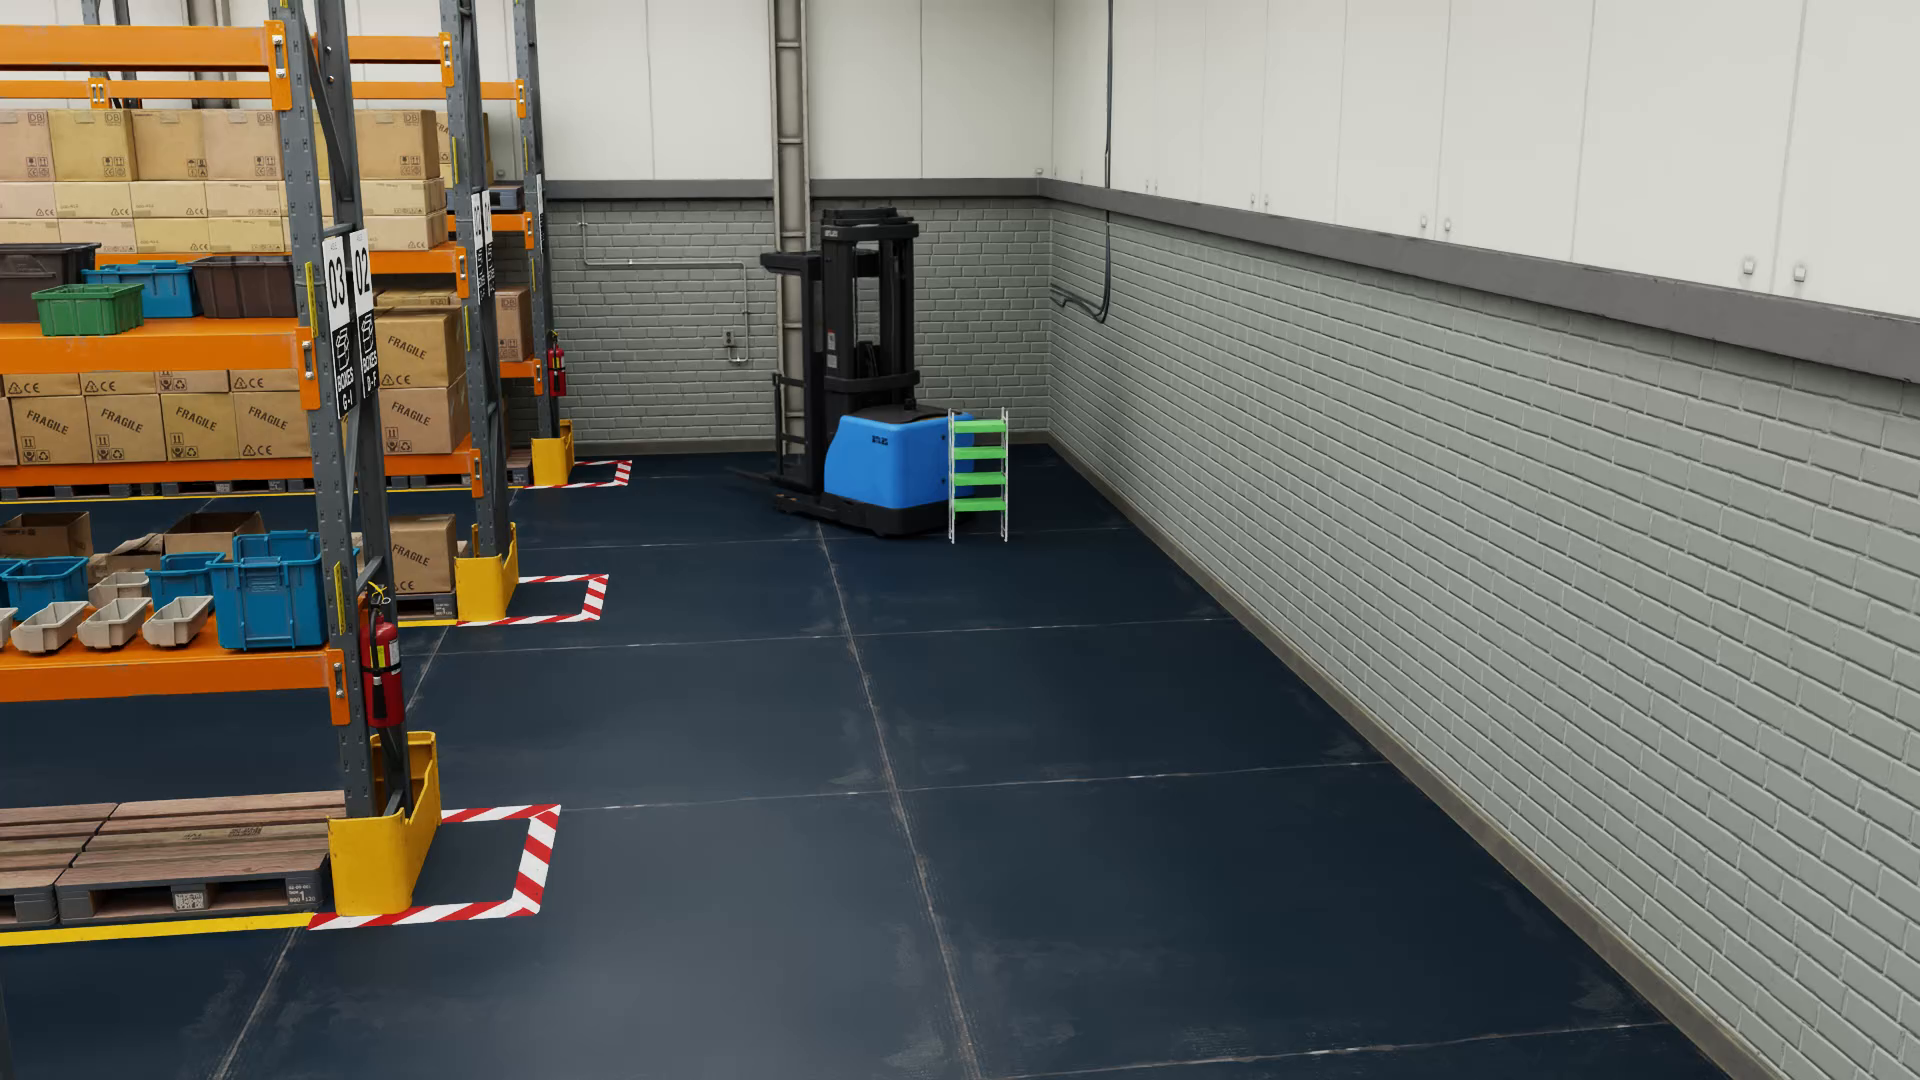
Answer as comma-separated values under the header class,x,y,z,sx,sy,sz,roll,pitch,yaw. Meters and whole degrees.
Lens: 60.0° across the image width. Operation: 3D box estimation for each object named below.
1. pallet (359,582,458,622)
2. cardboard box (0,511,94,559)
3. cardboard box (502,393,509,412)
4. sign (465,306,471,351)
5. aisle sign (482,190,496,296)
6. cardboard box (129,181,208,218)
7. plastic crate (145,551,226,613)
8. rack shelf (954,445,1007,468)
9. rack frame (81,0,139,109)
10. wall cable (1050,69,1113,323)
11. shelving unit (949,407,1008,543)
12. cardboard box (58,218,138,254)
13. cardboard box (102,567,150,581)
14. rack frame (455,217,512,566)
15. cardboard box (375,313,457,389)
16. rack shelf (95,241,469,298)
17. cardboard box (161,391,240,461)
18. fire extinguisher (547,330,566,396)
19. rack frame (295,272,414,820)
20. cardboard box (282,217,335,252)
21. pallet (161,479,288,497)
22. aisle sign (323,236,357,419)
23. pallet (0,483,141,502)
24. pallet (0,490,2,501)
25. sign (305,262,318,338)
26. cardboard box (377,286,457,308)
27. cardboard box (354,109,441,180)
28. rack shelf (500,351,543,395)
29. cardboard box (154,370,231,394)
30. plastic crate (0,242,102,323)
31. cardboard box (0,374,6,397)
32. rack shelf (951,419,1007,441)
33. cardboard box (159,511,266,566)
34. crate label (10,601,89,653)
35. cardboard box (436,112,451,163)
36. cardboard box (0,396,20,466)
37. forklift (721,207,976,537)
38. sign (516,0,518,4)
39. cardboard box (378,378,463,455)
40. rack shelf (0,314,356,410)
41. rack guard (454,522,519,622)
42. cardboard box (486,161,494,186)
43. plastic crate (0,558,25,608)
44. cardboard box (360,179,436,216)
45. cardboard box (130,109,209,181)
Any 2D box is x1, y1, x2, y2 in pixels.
class,x,y,z,sx,sy,sz,roll,pitch,yaw
pallet,-4.545,0.410,13.153,1.213,0.211,1.003,-2,14,-8
cardboard box,-7.116,0.081,12.968,0.500,0.500,0.500,-2,14,-8
cardboard box,-5.007,-1.475,17.878,0.250,0.149,0.380,-2,14,-8
sign,-3.619,-1.555,12.226,0.005,0.325,0.100,-2,14,-8
aisle sign,-3.658,-2.308,12.916,0.004,0.787,0.394,-2,14,-8
cardboard box,-5.635,-2.464,11.995,0.500,0.250,0.500,-2,14,-8
plastic crate,-3.892,0.223,8.387,0.300,0.233,0.416,-2,14,-8
rack shelf,0.164,-0.759,15.057,0.480,0.148,0.258,-2,14,-8
rack frame,-8.379,-4.931,16.384,0.127,3.000,1.000,-2,14,-8
wall cable,1.223,-3.689,17.814,0.112,2.526,3.097,-2,14,-8
shelving unit,0.164,-0.588,15.100,0.503,1.200,0.258,-2,14,-8
cardboard box,-6.130,-2.205,11.988,0.500,0.250,0.500,-2,14,-8
cardboard box,-6.336,0.335,12.642,0.250,0.166,0.380,-2,14,-8
rack frame,-3.682,-0.974,12.941,0.127,3.000,1.000,-2,14,-8
cardboard box,-4.081,-1.426,12.479,0.500,0.500,0.500,-2,14,-9
rack shelf,-5.660,-2.008,12.374,4.000,0.370,1.077,-2,14,-8
cardboard box,-5.589,-0.887,12.385,0.500,0.500,0.500,-2,14,-9
fire extinguisher,-4.206,-1.842,17.325,0.183,0.674,0.296,-2,14,-8
rack frame,-2.948,0.217,8.189,0.127,3.000,1.000,-2,14,-8
cardboard box,-4.647,-2.259,12.205,0.500,0.250,0.500,-2,14,-8
pallet,-7.615,-0.677,17.487,1.213,0.211,1.003,-2,14,-8
aisle sign,-2.833,-0.976,7.602,0.004,0.787,0.394,-2,14,-8
pallet,-9.131,-0.622,17.269,1.213,0.211,1.003,-2,14,-8
pallet,-10.340,-0.577,17.089,1.213,0.211,1.003,-2,14,-8
sign,-2.850,-1.055,7.312,0.005,0.325,0.100,-2,14,-8
cardboard box,-5.644,-2.261,17.456,0.700,0.700,0.980,-2,14,-9
cardboard box,-4.187,-2.940,12.352,0.500,0.500,0.700,-2,14,-8
rack shelf,-6.401,-1.744,17.490,4.000,0.370,1.077,-2,14,-8
cardboard box,-5.600,-1.369,12.251,0.500,0.500,0.500,-2,14,-7
plastic crate,-4.499,-1.218,7.875,0.767,0.338,0.504,-2,14,-8
cardboard box,-7.129,-1.312,12.027,0.500,0.500,0.500,-2,14,-7
rack shelf,0.164,-0.992,14.999,0.480,0.148,0.258,-2,14,-8
cardboard box,-5.780,0.099,12.889,0.637,0.503,0.797,-2,14,-8
crate label,-4.288,0.412,7.831,0.243,0.136,0.396,-2,14,-8
cardboard box,-5.107,-4.072,16.823,0.500,0.500,0.500,-2,14,-8
cardboard box,-7.093,-0.831,12.163,0.500,0.500,0.500,-2,14,-7
forklift,-1.218,-1.743,16.145,1.130,2.935,3.031,-13,19,-41
sign,-4.357,-5.436,16.316,0.005,0.325,0.100,-2,14,-8
cardboard box,-4.084,-0.941,12.603,0.500,0.500,0.500,-2,14,-7
rack shelf,-4.925,-0.816,7.623,4.000,0.370,1.077,-2,14,-8
rack guard,-3.757,0.241,13.234,0.348,0.500,1.175,-2,14,-8
cardboard box,-5.182,-3.833,17.411,0.500,0.250,0.500,-1,14,-5
plastic crate,-4.840,0.258,8.249,0.300,0.233,0.416,-2,14,-8
cardboard box,-4.152,-2.519,12.214,0.500,0.250,0.500,-2,14,-8
cardboard box,-5.681,-2.903,12.203,0.500,0.500,0.700,-2,14,-8
